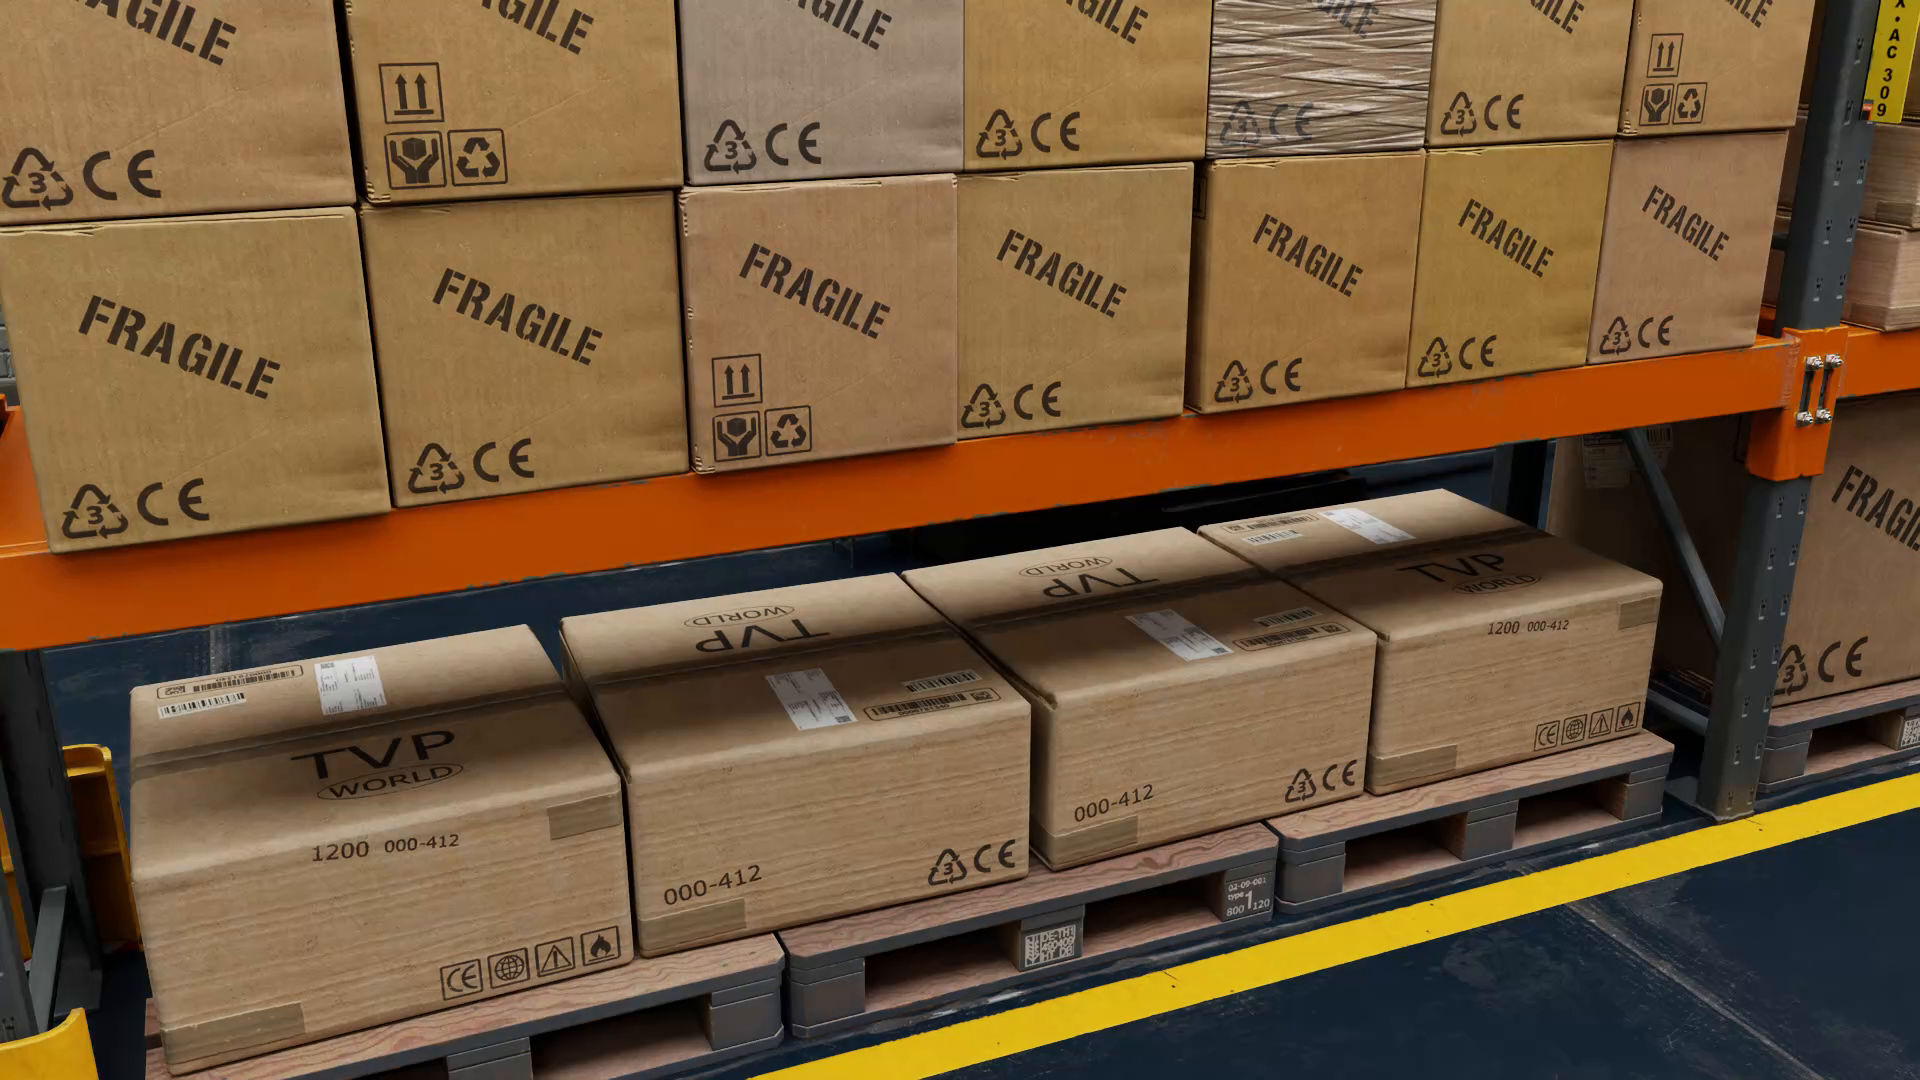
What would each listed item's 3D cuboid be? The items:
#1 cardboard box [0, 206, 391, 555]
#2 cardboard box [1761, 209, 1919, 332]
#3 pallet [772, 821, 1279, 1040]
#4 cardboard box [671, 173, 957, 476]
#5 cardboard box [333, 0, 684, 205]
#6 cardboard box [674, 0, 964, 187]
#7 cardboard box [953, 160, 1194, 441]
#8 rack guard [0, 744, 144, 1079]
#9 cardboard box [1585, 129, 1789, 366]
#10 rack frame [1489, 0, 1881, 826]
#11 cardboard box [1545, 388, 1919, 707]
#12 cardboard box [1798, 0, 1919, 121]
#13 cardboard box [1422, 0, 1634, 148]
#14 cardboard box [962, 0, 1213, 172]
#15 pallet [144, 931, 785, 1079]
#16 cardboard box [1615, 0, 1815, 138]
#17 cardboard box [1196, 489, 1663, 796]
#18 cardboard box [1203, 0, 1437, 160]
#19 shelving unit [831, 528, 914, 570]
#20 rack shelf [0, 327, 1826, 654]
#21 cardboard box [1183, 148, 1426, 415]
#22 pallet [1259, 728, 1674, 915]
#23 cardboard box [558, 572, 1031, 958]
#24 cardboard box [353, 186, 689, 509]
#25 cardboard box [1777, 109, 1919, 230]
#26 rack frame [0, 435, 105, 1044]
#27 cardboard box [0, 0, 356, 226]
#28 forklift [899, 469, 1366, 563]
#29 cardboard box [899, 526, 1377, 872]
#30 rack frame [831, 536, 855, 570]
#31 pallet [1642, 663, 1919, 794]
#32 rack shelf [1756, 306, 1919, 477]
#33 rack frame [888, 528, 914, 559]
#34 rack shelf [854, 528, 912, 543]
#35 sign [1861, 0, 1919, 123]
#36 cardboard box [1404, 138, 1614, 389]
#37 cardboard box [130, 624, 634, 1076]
[{"bbox_3d":[-1.260,-0.319,2.761,0.500,0.500,0.500,-8,21,-22],"label":"cardboard box"},{"bbox_3d":[2.367,-0.729,4.302,0.500,0.250,0.500,-9,21,-23],"label":"cardboard box"},{"bbox_3d":[0.008,0.731,4.129,1.213,0.211,1.003,-8,21,-22],"label":"pallet"},{"bbox_3d":[-0.332,-0.455,3.148,0.500,0.500,0.500,-8,21,-22],"label":"cardboard box"},{"bbox_3d":[-0.789,-0.861,2.796,0.500,0.500,0.500,-9,21,-23],"label":"cardboard box"},{"bbox_3d":[-0.319,-0.931,2.995,0.500,0.500,0.500,-8,21,-22],"label":"cardboard box"},{"bbox_3d":[0.121,-0.526,3.350,0.500,0.500,0.500,-7,21,-20],"label":"cardboard box"},{"bbox_3d":[-1.836,0.886,3.253,0.348,0.500,1.175,-8,21,-22],"label":"rack guard"},{"bbox_3d":[1.534,-0.731,3.930,0.500,0.500,0.500,-8,21,-21],"label":"cardboard box"},{"bbox_3d":[1.859,-0.822,4.341,0.127,3.000,1.000,-8,21,-22],"label":"rack frame"},{"bbox_3d":[2.396,-0.124,4.925,0.875,0.875,0.875,-7,21,-20],"label":"cardboard box"},{"bbox_3d":[2.377,-1.311,4.074,0.500,0.500,0.500,-8,21,-21],"label":"cardboard box"},{"bbox_3d":[1.066,-1.131,3.561,0.500,0.500,0.500,-8,21,-23],"label":"cardboard box"},{"bbox_3d":[0.138,-0.997,3.182,0.500,0.500,0.500,-8,21,-22],"label":"cardboard box"},{"bbox_3d":[-1.111,0.890,3.676,1.213,0.211,1.003,-8,21,-22],"label":"pallet"},{"bbox_3d":[1.535,-1.195,3.743,0.500,0.500,0.500,-8,21,-22],"label":"cardboard box"},{"bbox_3d":[1.240,0.238,4.555,0.875,0.438,0.875,-8,21,-23],"label":"cardboard box"},{"bbox_3d":[0.602,-1.061,3.362,0.500,0.500,0.500,-8,21,-21],"label":"cardboard box"},{"bbox_3d":[-0.334,-0.432,6.167,0.252,1.050,0.215,-10,22,-27],"label":"shelving unit"},{"bbox_3d":[0.022,-0.220,3.714,4.000,0.370,1.077,-8,21,-22],"label":"rack shelf"},{"bbox_3d":[0.608,-0.591,3.532,0.500,0.500,0.500,-8,21,-23],"label":"cardboard box"},{"bbox_3d":[1.130,0.569,4.588,1.213,0.211,1.003,-8,21,-22],"label":"pallet"},{"bbox_3d":[-0.411,0.474,3.885,0.875,0.438,0.875,-8,21,-20],"label":"cardboard box"},{"bbox_3d":[-0.806,-0.394,2.974,0.500,0.500,0.500,-8,21,-23],"label":"cardboard box"},{"bbox_3d":[2.375,-0.959,4.203,0.500,0.250,0.500,-9,21,-23],"label":"cardboard box"},{"bbox_3d":[-1.814,-0.296,2.847,0.127,3.000,1.000,-8,21,-22],"label":"rack frame"},{"bbox_3d":[-1.260,-0.791,2.597,0.500,0.500,0.500,-9,21,-23],"label":"cardboard box"},{"bbox_3d":[1.082,-1.597,6.646,3.031,2.935,1.130,-10,22,-27],"label":"forklift"},{"bbox_3d":[0.418,0.356,4.220,0.875,0.438,0.875,-9,21,-24],"label":"cardboard box"},{"bbox_3d":[-0.441,-0.412,6.112,0.008,1.050,0.200,-10,22,-27],"label":"rack frame"},{"bbox_3d":[2.537,0.368,5.158,1.213,0.211,1.003,-8,21,-22],"label":"pallet"},{"bbox_3d":[3.695,-0.746,5.208,4.000,0.370,1.077,-8,21,-22],"label":"rack shelf"},{"bbox_3d":[-0.227,-0.451,6.222,0.008,1.050,0.200,-10,22,-27],"label":"rack frame"},{"bbox_3d":[-0.334,-0.160,6.263,0.240,0.259,0.215,-10,22,-27],"label":"rack shelf"},{"bbox_3d":[2.080,-1.099,3.704,0.005,0.325,0.100,-8,21,-22],"label":"sign"},{"bbox_3d":[1.064,-0.661,3.733,0.500,0.500,0.500,-9,21,-23],"label":"cardboard box"},{"bbox_3d":[-1.248,0.597,3.536,0.875,0.438,0.875,-9,21,-24],"label":"cardboard box"}]
